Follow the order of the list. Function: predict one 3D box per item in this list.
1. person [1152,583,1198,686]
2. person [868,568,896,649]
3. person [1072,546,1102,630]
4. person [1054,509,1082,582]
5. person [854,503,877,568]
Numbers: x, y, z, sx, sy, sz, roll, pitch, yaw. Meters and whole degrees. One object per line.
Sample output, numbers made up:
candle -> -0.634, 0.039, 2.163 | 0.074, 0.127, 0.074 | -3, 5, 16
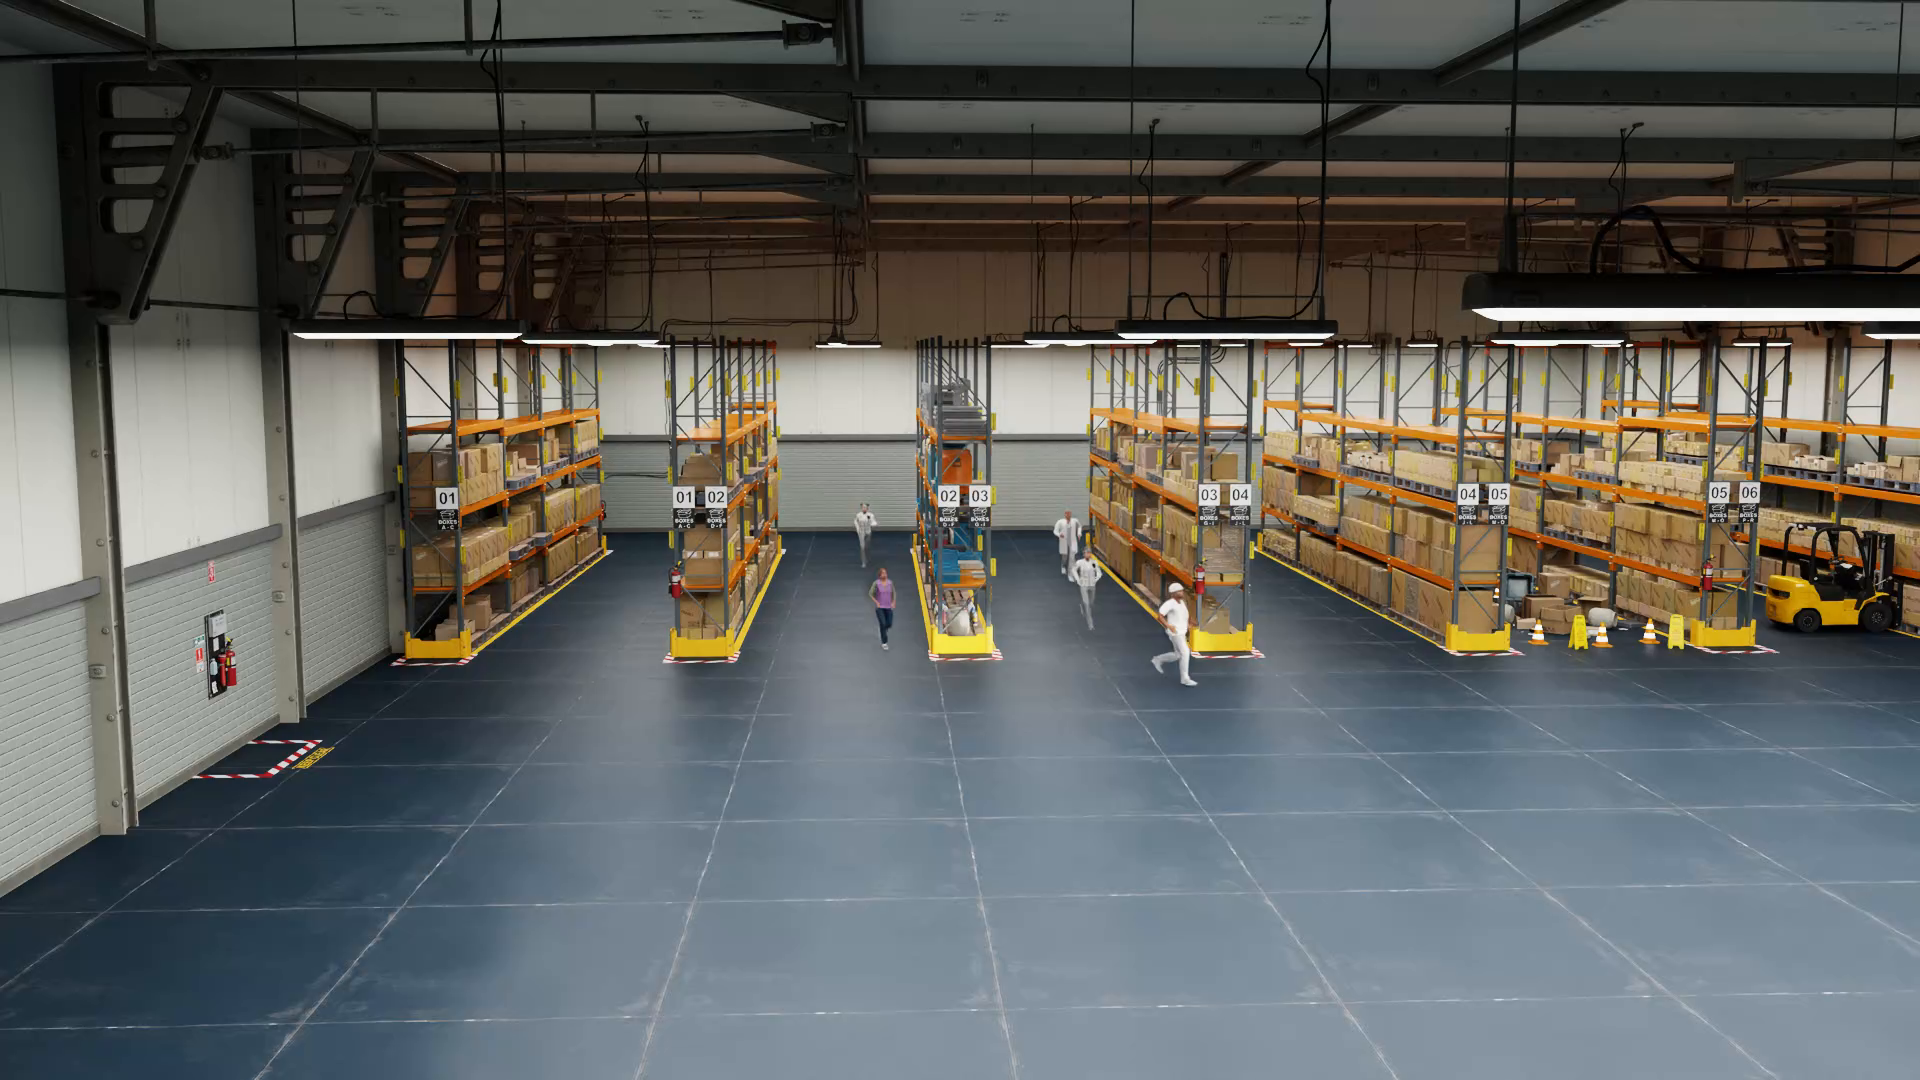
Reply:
person -> 3.698, 1.613, 28.671 | 0.872, 1.761, 0.700 | 3, 7, 27
person -> -1.505, 1.308, 32.214 | 0.563, 1.570, 0.578 | -2, 7, -20
person -> 2.654, 0.967, 34.713 | 0.564, 1.700, 1.077 | -2, 7, -14
person -> 2.720, 0.094, 41.756 | 0.722, 1.755, 1.068 | 0, 6, -1
person -> -2.507, -0.146, 44.297 | 0.592, 1.730, 0.858 | -1, 7, -7
